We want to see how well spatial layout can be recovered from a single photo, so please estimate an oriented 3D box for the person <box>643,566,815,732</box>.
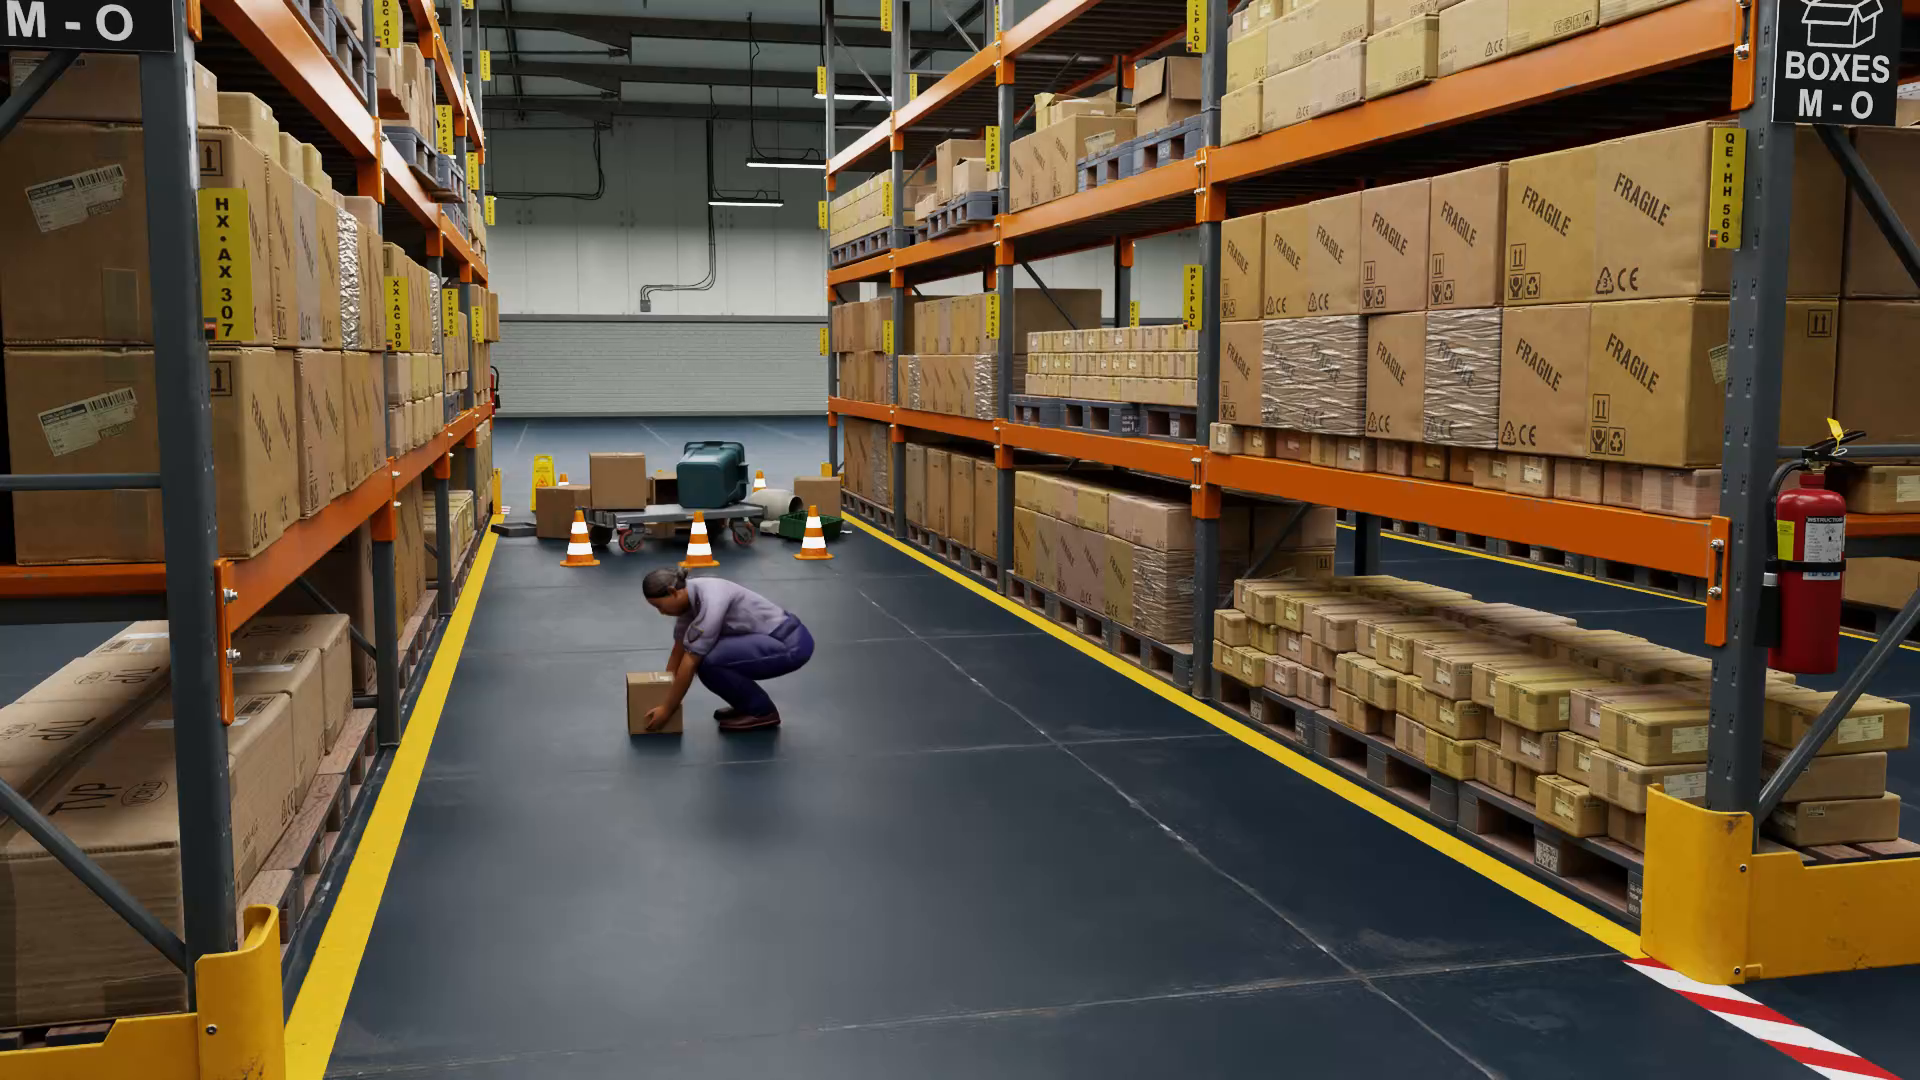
[{"bbox_3d":[-1.130,0.509,8.058,0.838,0.799,0.509,-2,6,-14],"label":"person"}]
